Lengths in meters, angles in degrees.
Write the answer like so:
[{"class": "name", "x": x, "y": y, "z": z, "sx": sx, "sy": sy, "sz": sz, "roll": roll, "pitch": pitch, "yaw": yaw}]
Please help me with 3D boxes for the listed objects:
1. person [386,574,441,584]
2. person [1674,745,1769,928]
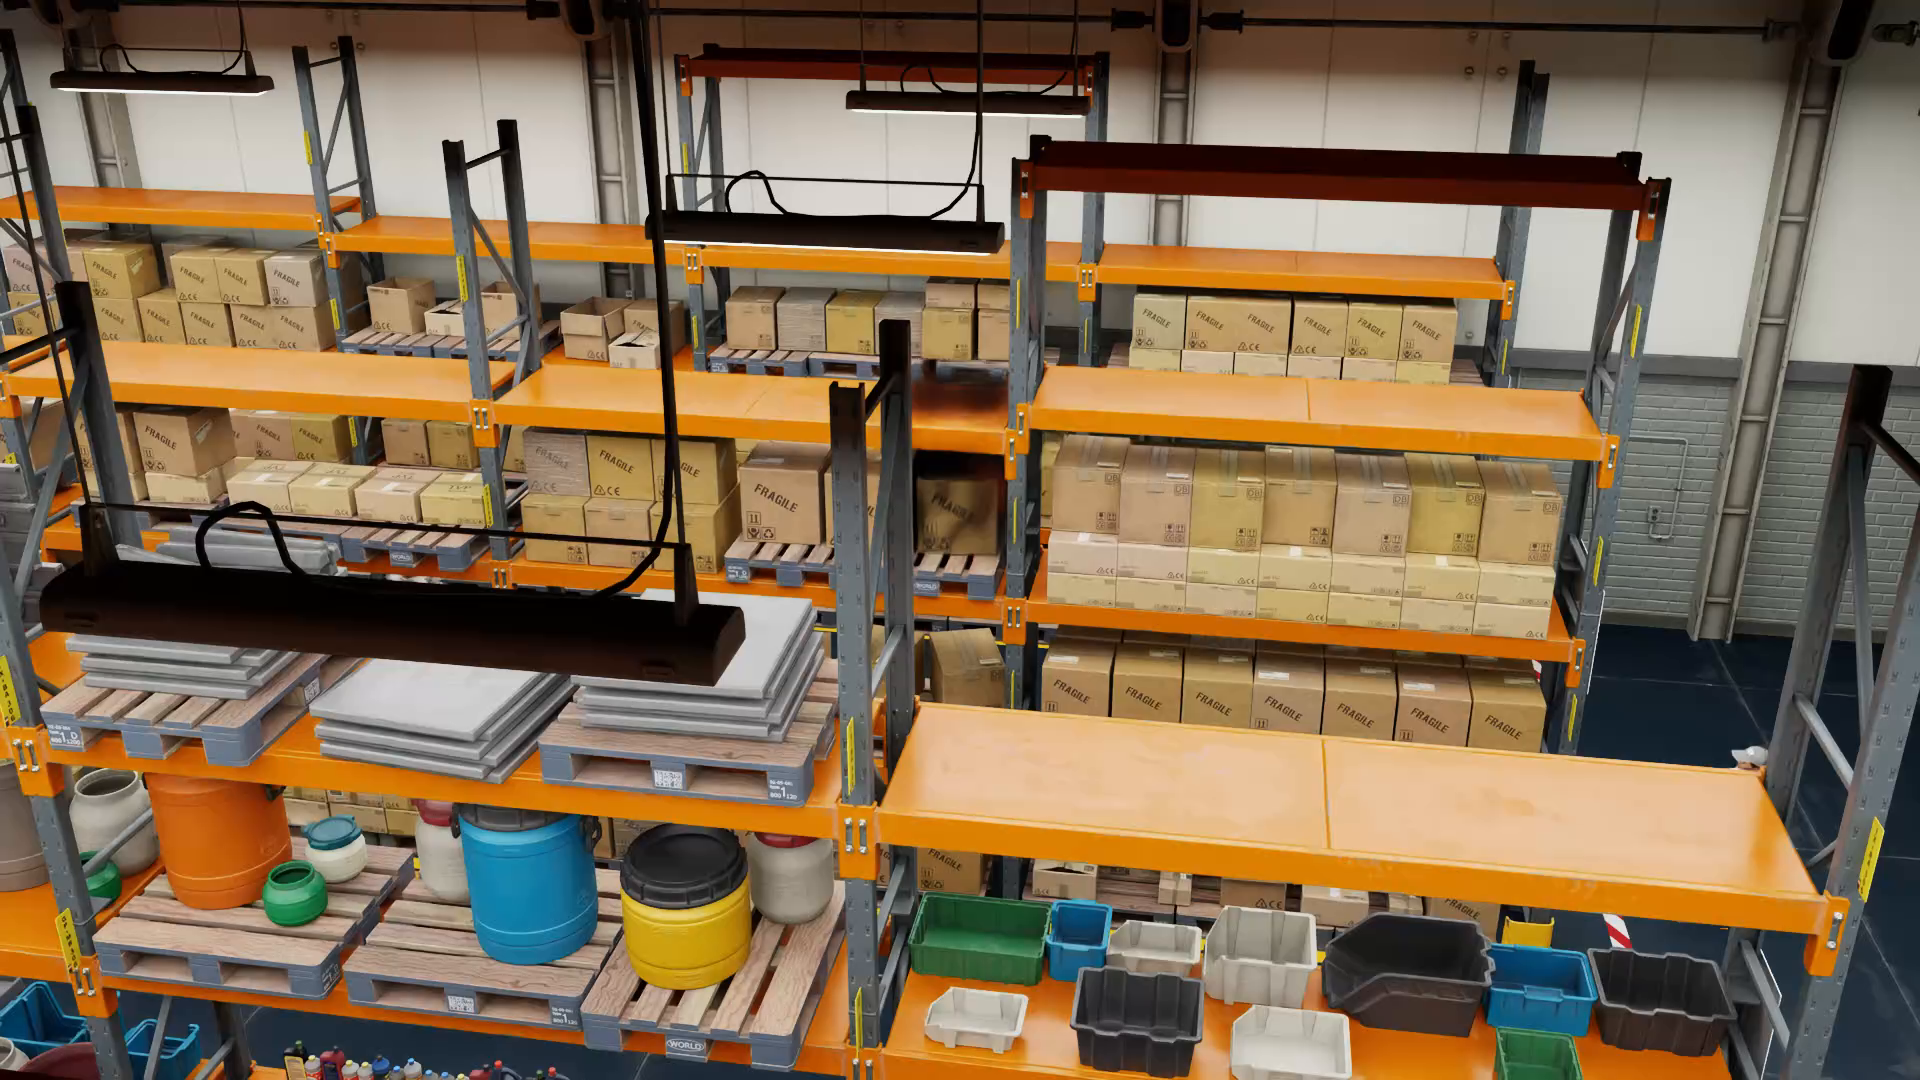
[{"class": "person", "x": -5.261, "y": 0.830, "z": 16.102, "sx": 0.576, "sy": 1.798, "sz": 0.417, "roll": 5, "pitch": 23, "yaw": 11}, {"class": "person", "x": 5.985, "y": 2.297, "z": 12.855, "sx": 0.522, "sy": 1.649, "sz": 0.528, "roll": -12, "pitch": 26, "yaw": -26}]
